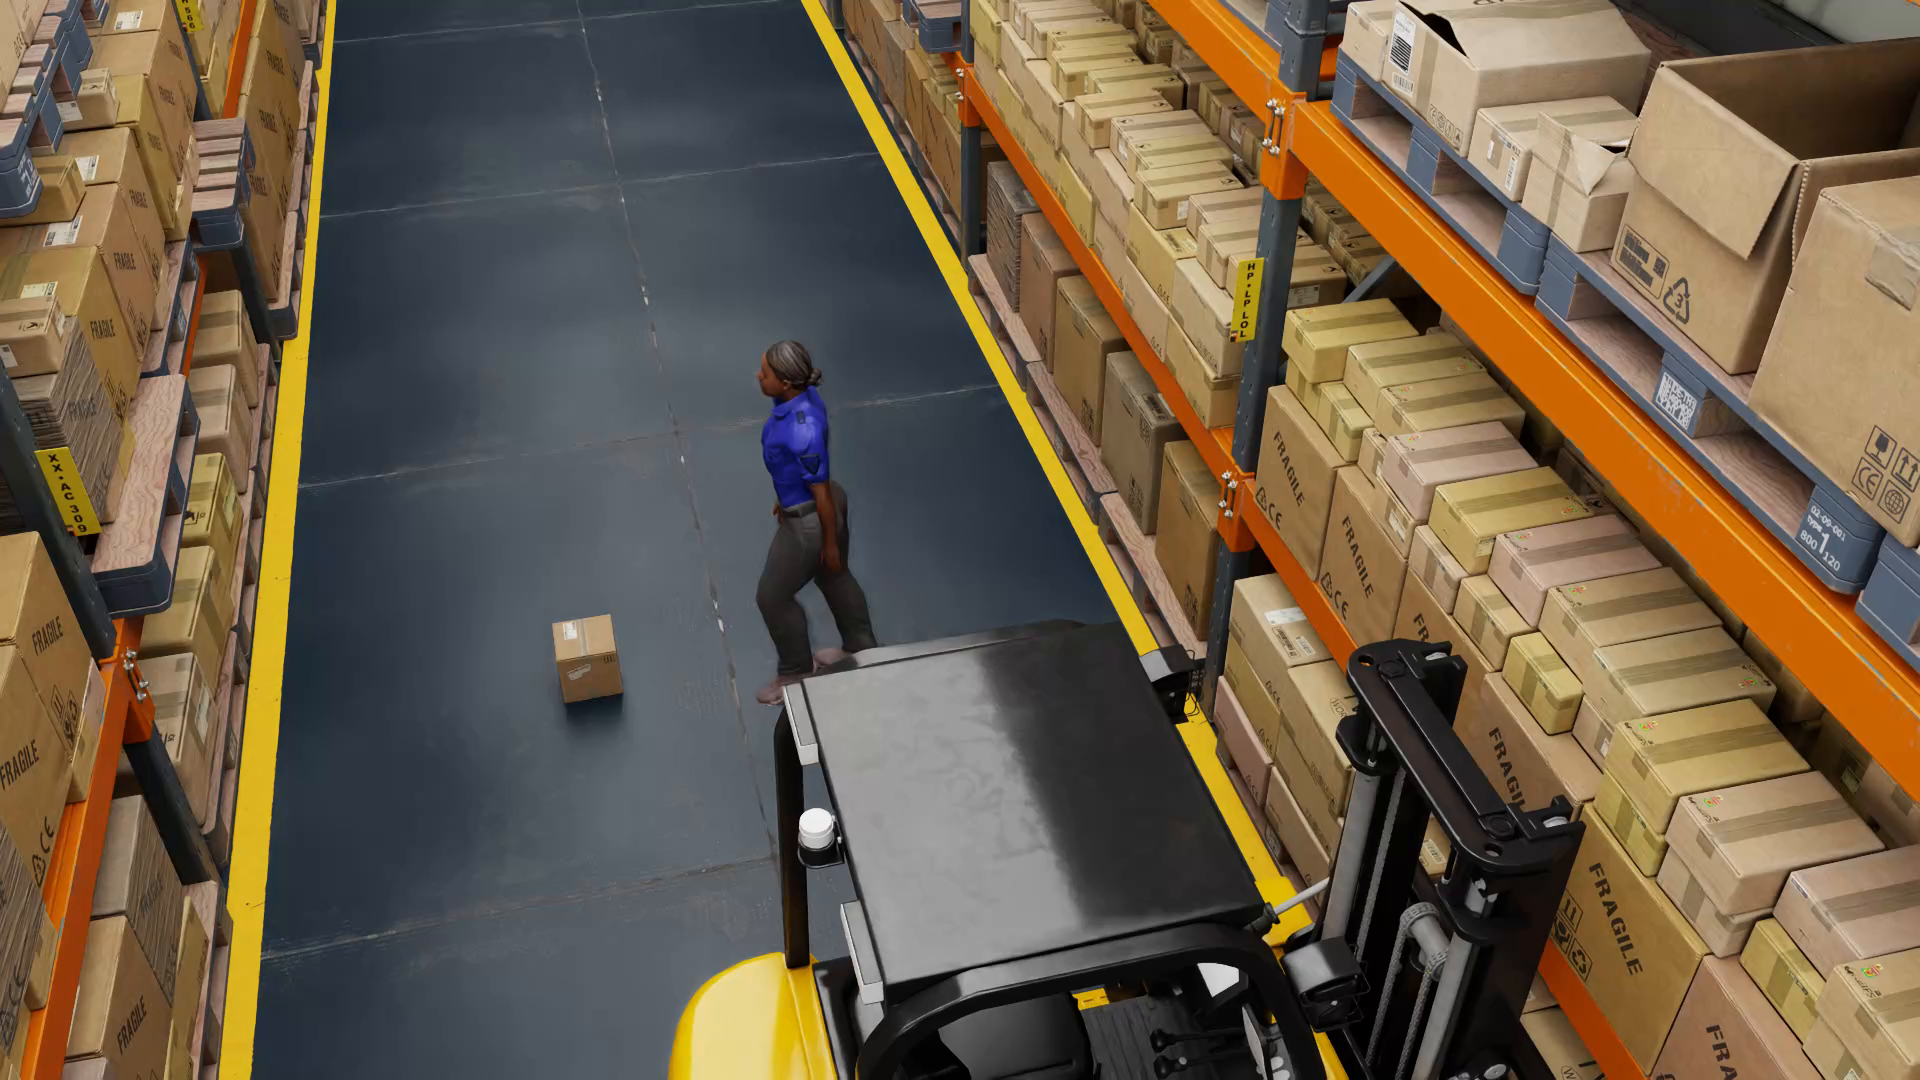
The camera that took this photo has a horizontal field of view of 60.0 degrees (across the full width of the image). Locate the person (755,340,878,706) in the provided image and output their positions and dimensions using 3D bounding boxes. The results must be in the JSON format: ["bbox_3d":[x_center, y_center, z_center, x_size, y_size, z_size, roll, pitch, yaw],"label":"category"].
[{"bbox_3d":[-0.617,-0.076,6.821,0.530,1.694,0.465,-1,38,-1],"label":"person"}]
